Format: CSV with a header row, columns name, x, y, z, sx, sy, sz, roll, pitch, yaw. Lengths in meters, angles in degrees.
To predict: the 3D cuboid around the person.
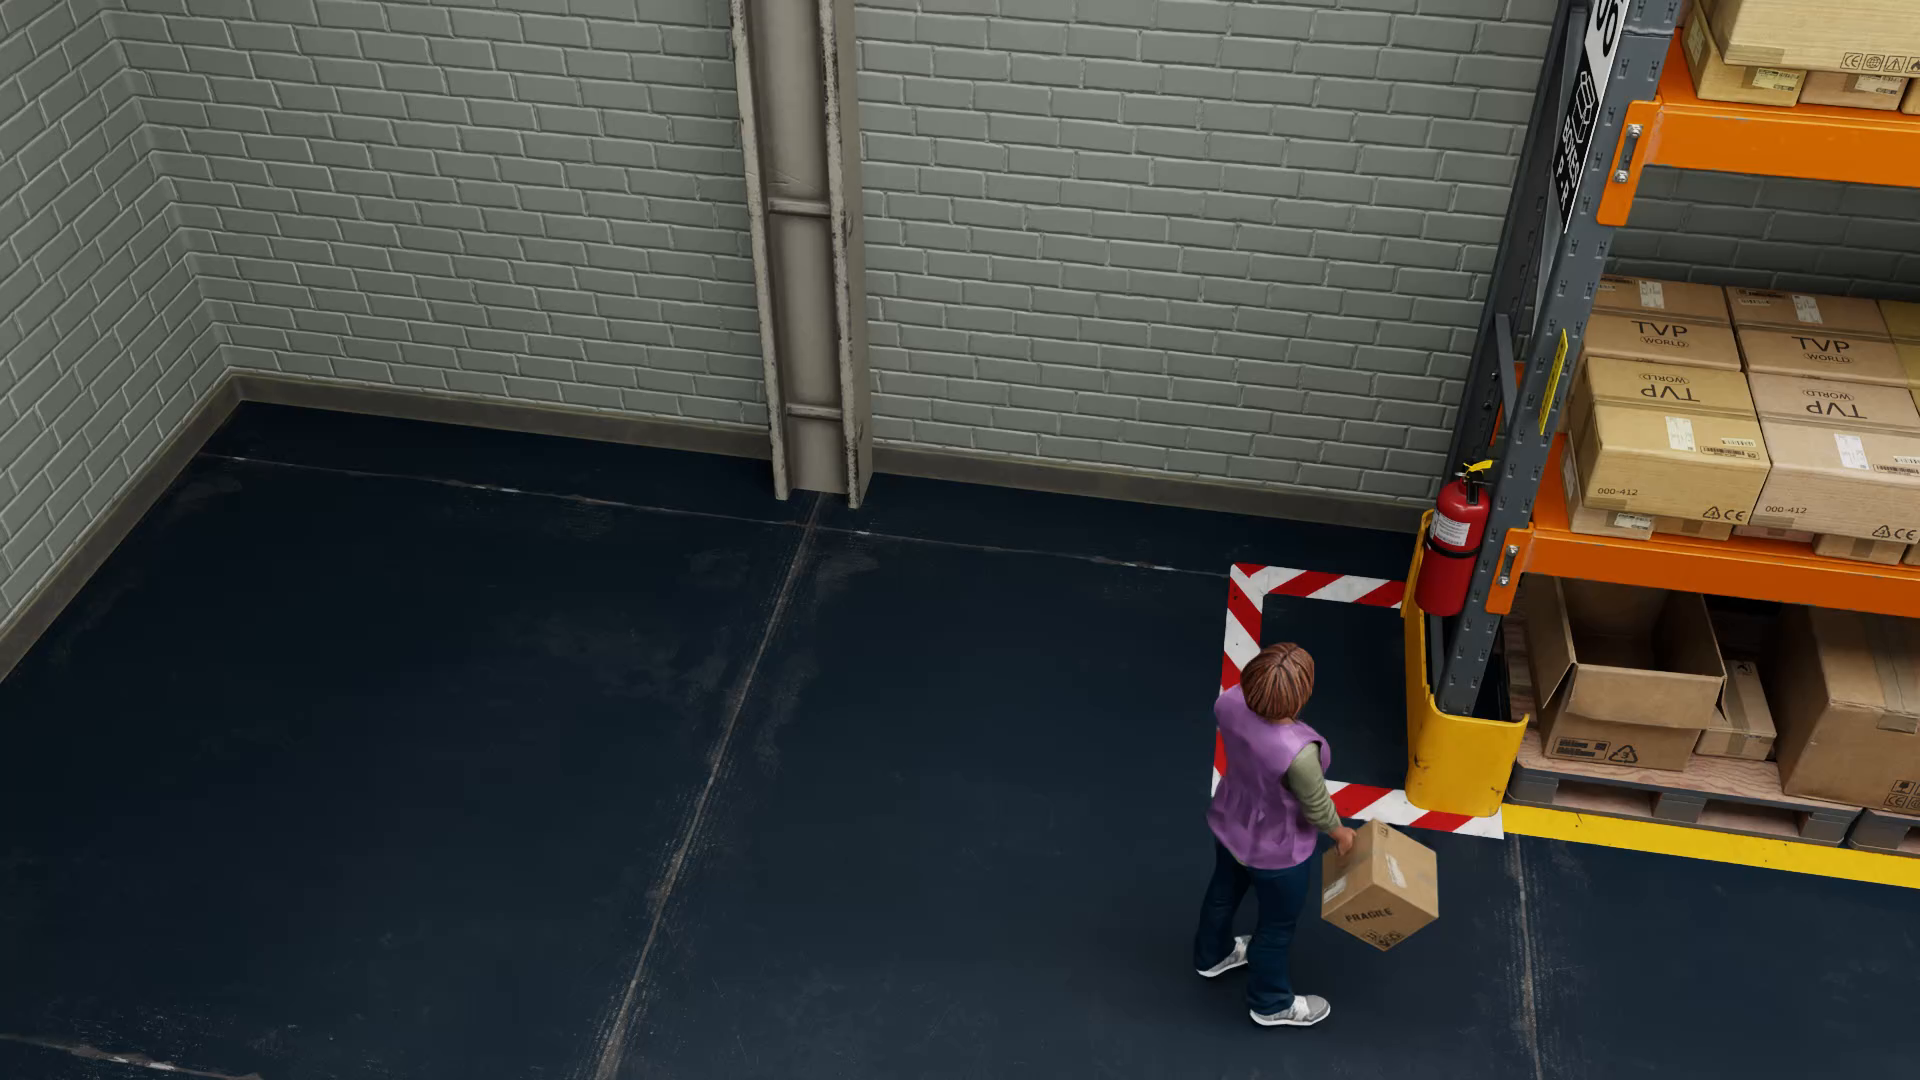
name,x,y,z,sx,sy,sz,roll,pitch,yaw
person,0.977,0.897,5.116,0.395,1.604,0.498,-22,46,-23
